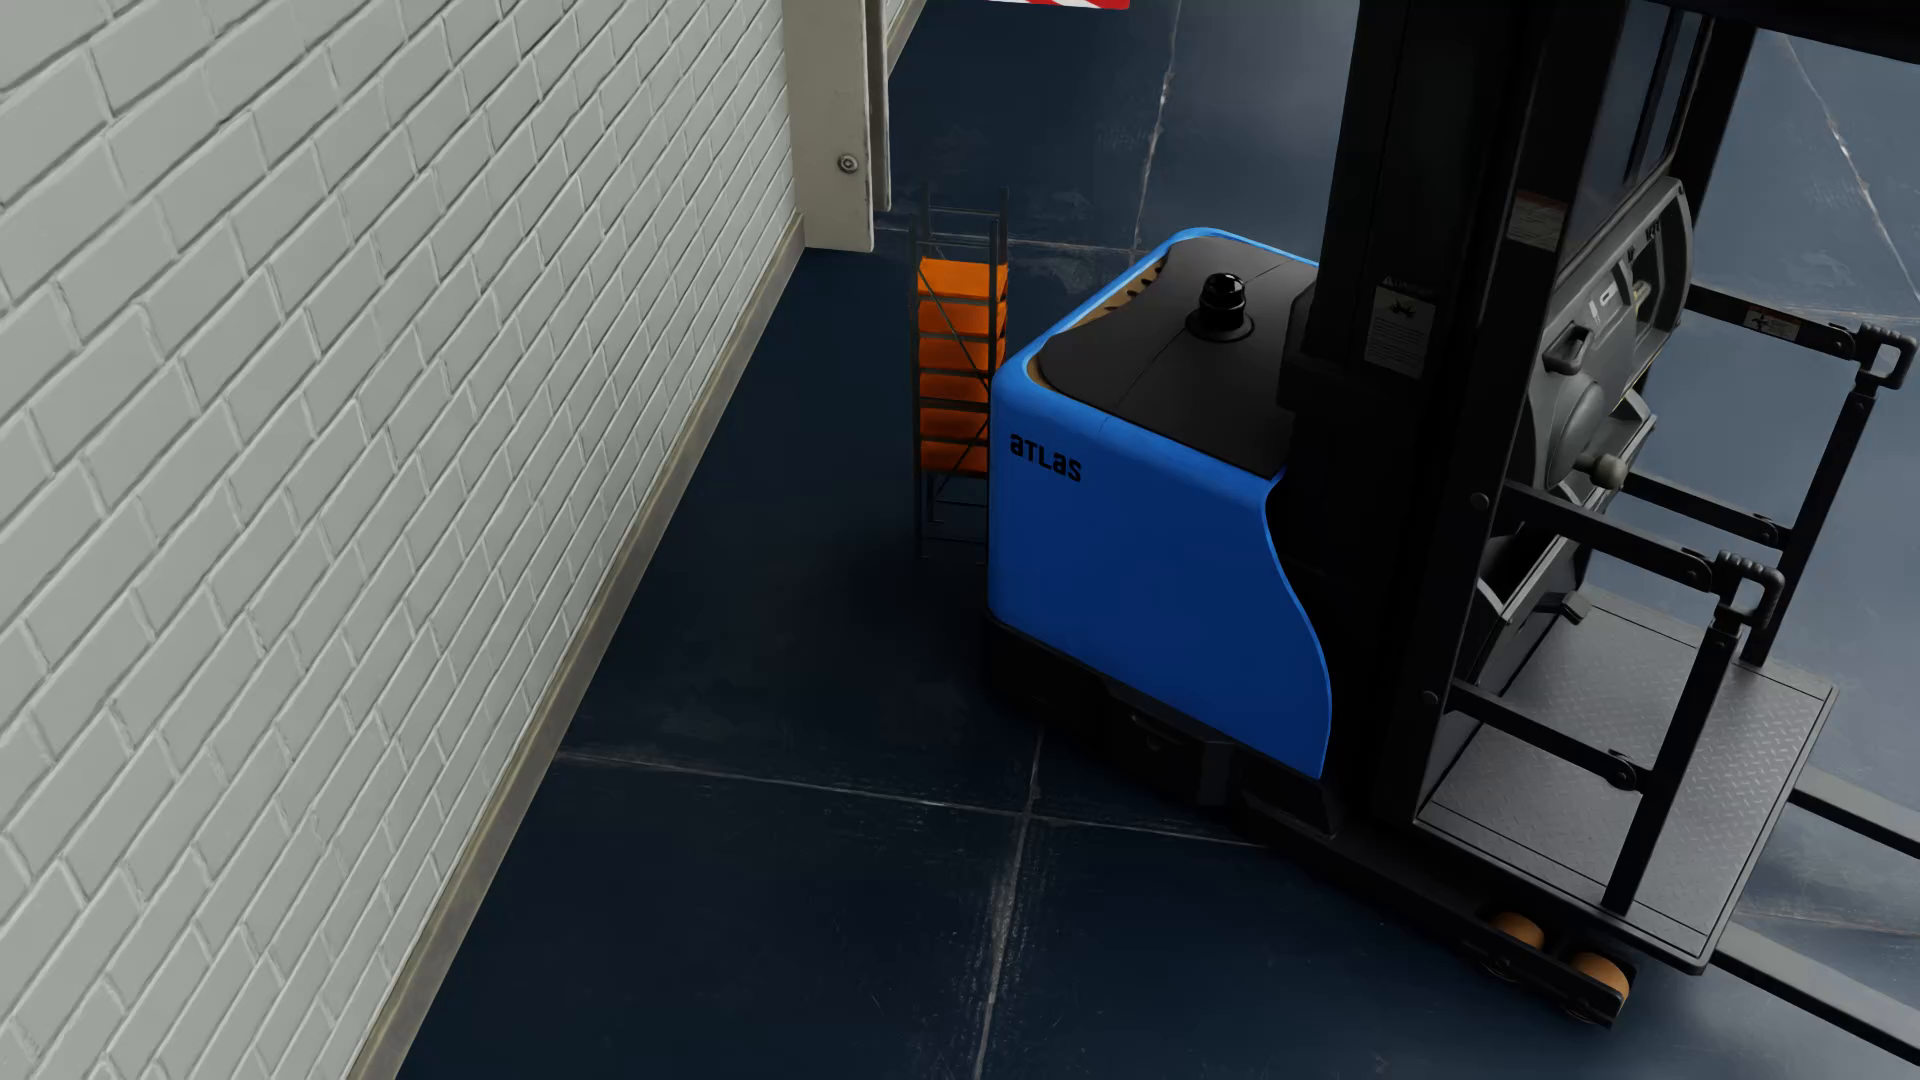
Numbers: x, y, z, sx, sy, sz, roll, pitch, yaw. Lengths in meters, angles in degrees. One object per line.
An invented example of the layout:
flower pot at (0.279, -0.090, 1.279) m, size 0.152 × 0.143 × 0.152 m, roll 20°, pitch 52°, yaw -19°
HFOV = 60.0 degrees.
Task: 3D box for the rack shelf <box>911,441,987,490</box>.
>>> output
rack shelf at (-0.002, -0.234, 5.038) m, size 0.258 × 0.103 × 0.180 m, roll 6°, pitch 40°, yaw 8°

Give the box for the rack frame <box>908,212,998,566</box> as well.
rack frame at (-0.018, -0.396, 4.787) m, size 0.240 × 1.200 × 0.006 m, roll 6°, pitch 40°, yaw 8°

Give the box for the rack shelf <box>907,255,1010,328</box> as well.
rack shelf at (-0.002, -0.697, 4.656) m, size 0.258 × 0.103 × 0.180 m, roll 6°, pitch 40°, yaw 8°

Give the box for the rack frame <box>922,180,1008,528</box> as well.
rack frame at (0.013, -0.511, 4.926) m, size 0.240 × 1.200 × 0.006 m, roll 6°, pitch 40°, yaw 8°

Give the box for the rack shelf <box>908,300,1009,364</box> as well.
rack shelf at (-0.002, -0.604, 4.732) m, size 0.258 × 0.103 × 0.180 m, roll 6°, pitch 40°, yaw 8°

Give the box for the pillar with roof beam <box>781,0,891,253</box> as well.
pillar with roof beam at (3.768, -4.282, 3.367) m, size 9.100 × 9.000 × 0.400 m, roll 6°, pitch 40°, yaw 8°

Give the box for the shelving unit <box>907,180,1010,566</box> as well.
shelving unit at (-0.002, -0.453, 4.857) m, size 0.258 × 1.200 × 0.189 m, roll 6°, pitch 40°, yaw 8°

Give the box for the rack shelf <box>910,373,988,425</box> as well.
rack shelf at (-0.002, -0.419, 4.885) m, size 0.258 × 0.103 × 0.180 m, roll 6°, pitch 40°, yaw 8°

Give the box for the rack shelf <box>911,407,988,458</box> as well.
rack shelf at (-0.002, -0.327, 4.961) m, size 0.258 × 0.103 × 0.180 m, roll 6°, pitch 40°, yaw 8°

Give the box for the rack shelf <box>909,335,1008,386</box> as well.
rack shelf at (-0.002, -0.512, 4.809) m, size 0.258 × 0.103 × 0.180 m, roll 6°, pitch 40°, yaw 8°

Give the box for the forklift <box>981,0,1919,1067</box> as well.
forklift at (1.542, -0.389, 3.421) m, size 3.031 × 2.935 × 1.130 m, roll 26°, pitch 46°, yaw 28°
